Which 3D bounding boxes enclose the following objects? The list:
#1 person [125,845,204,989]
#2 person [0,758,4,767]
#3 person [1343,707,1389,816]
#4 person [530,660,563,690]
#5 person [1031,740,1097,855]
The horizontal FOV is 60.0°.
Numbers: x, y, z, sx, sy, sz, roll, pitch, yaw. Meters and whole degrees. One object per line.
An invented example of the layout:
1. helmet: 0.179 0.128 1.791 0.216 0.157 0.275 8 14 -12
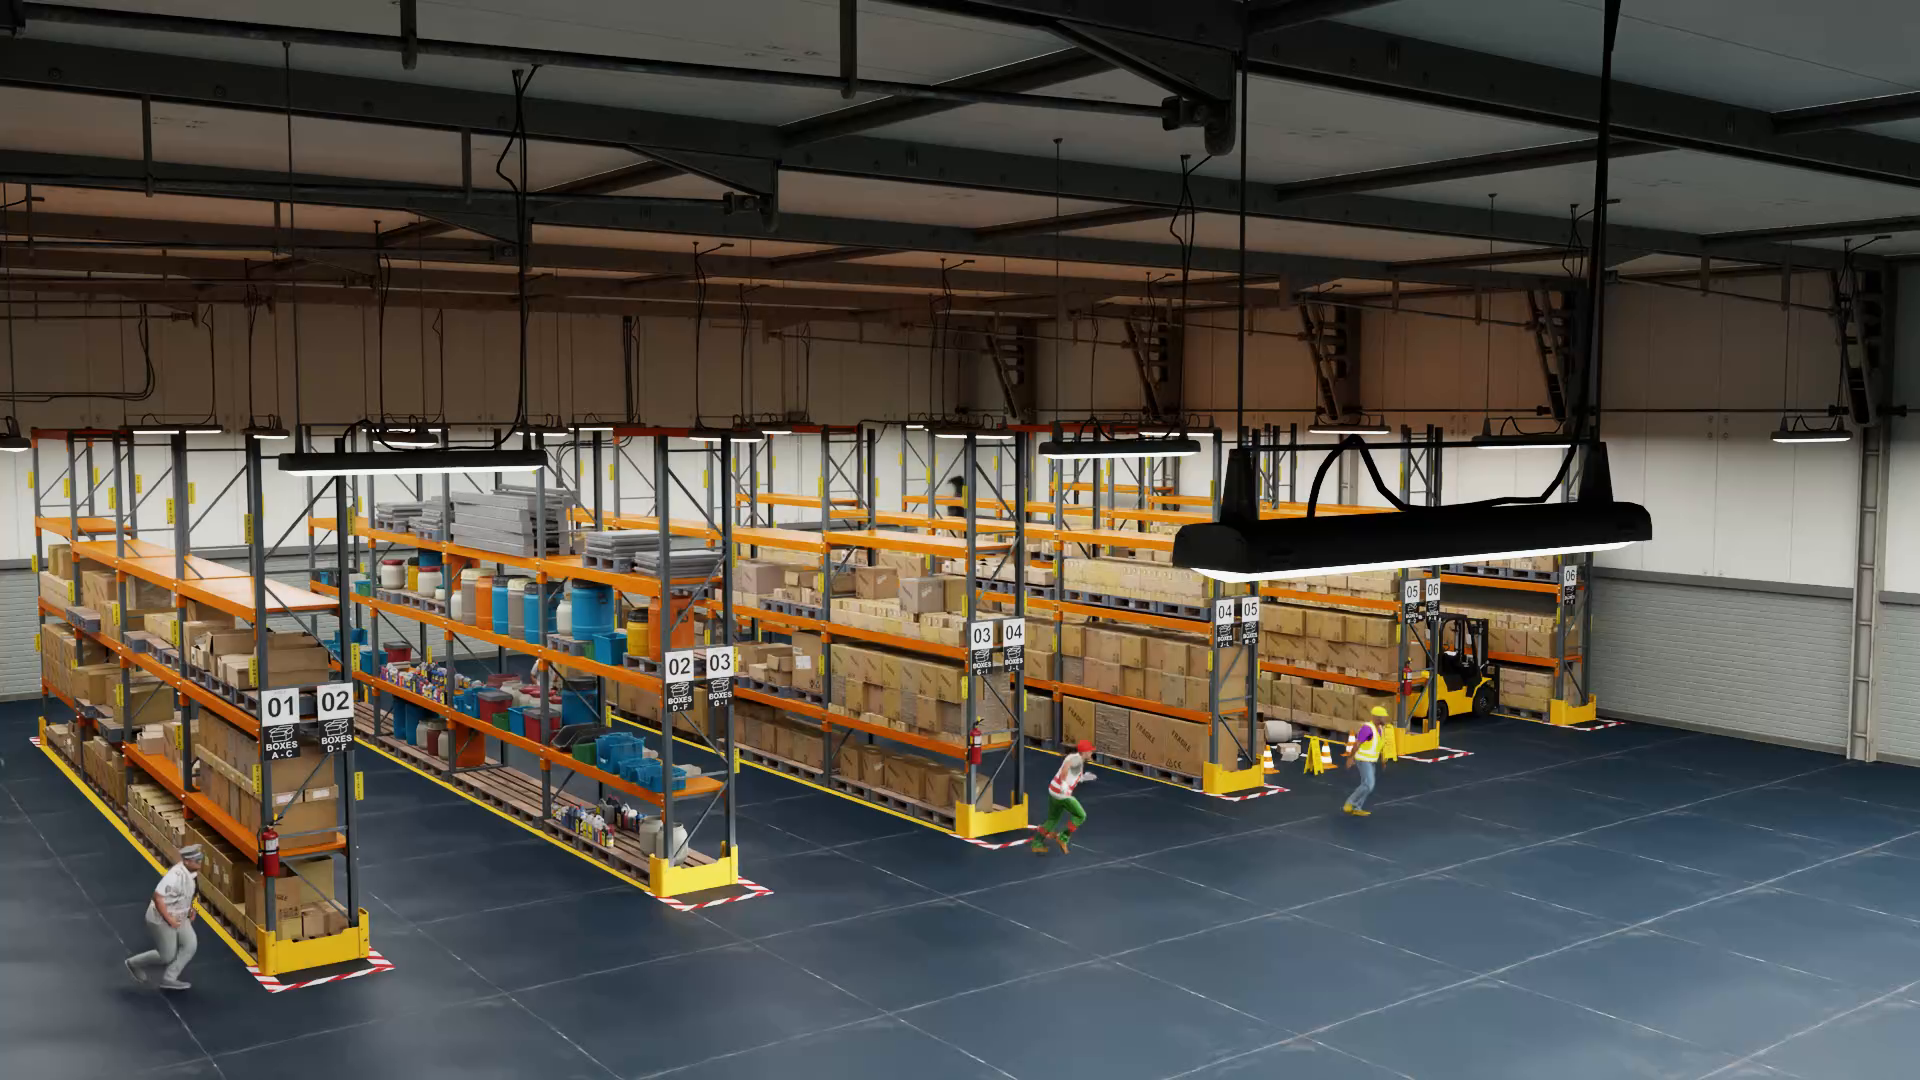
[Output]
1. person: -8.673 4.108 18.120 0.917 1.589 0.656 0 4 4
2. person: -14.790 3.531 25.072 0.764 1.715 0.668 1 5 16
3. person: 6.333 3.444 25.872 0.606 1.722 0.716 3 5 35
4. person: -8.228 2.925 32.689 0.865 1.691 0.677 2 5 28
5. person: 1.487 3.668 23.571 0.970 1.646 0.704 -1 5 -9
